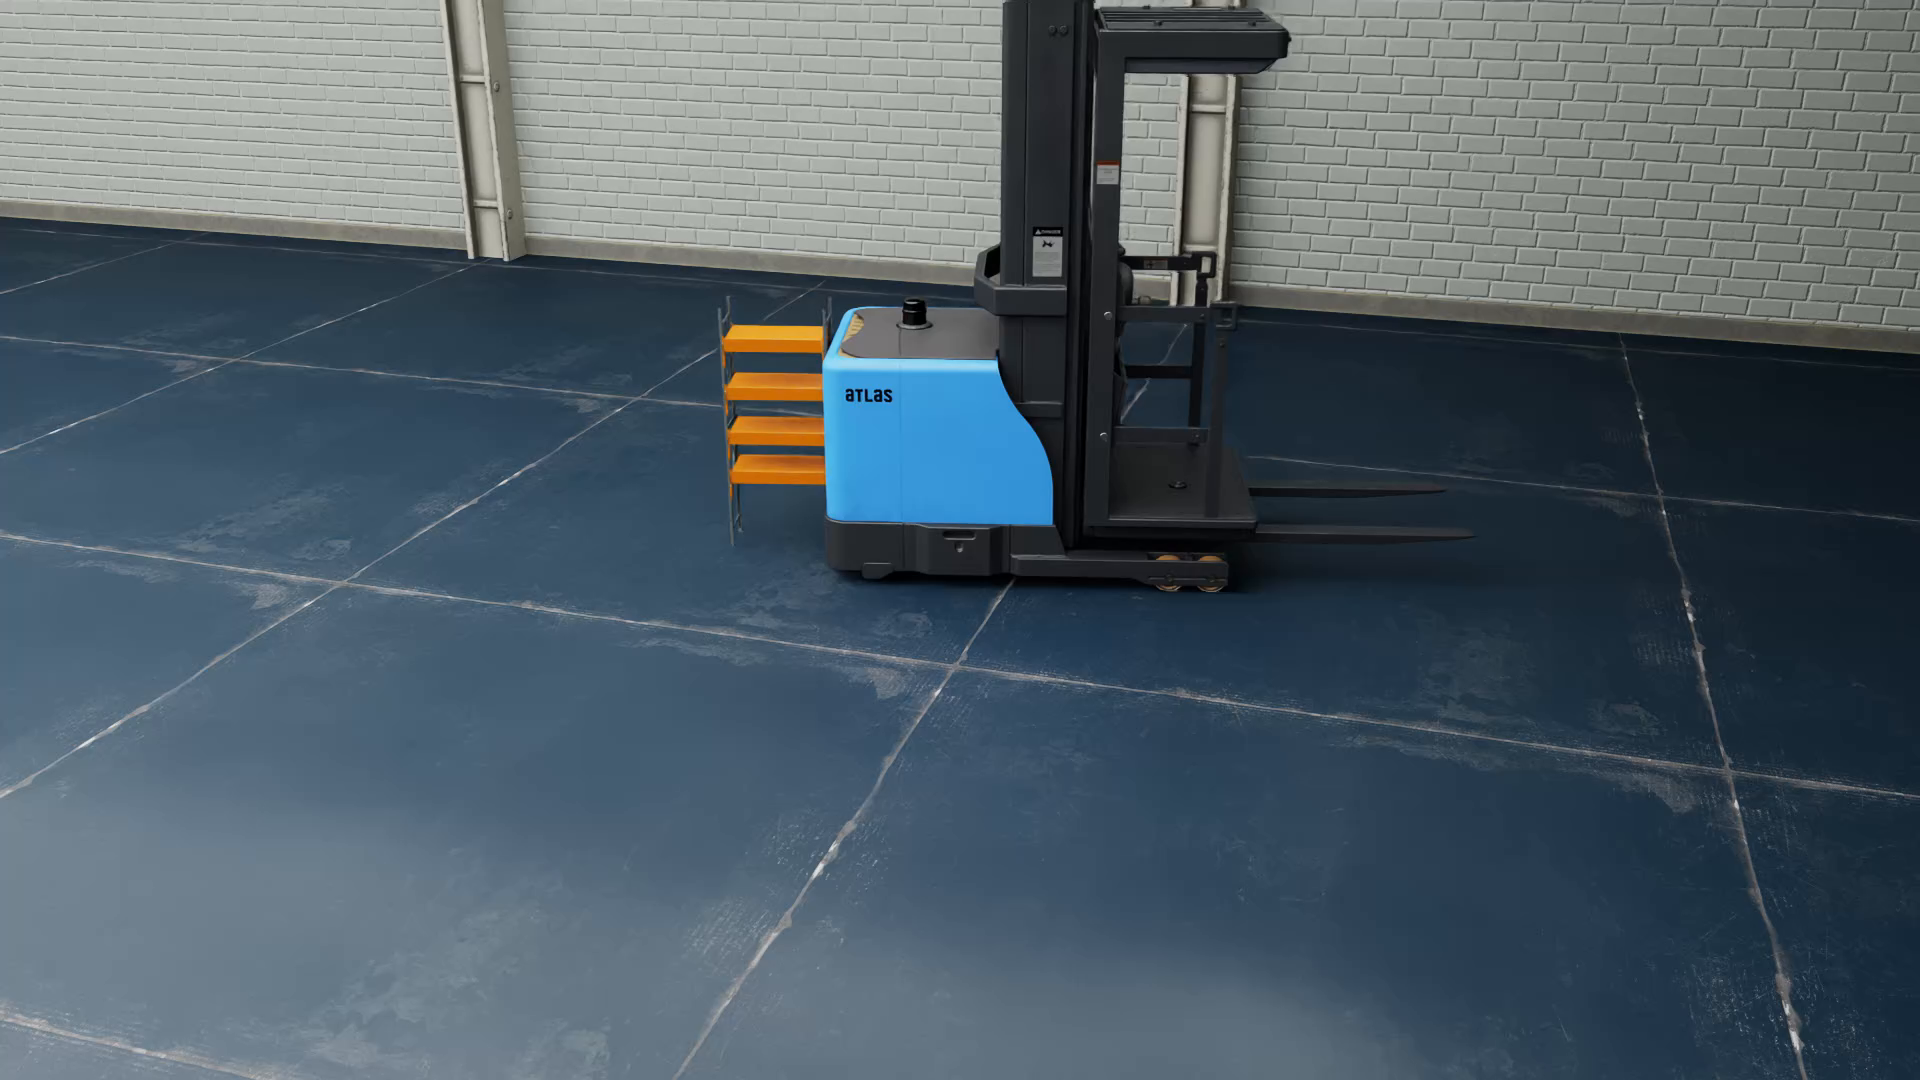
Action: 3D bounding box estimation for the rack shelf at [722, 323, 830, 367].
[{"bbox_3d":[-0.869,-0.925,7.910,0.480,0.148,0.258,1,22,3],"label":"rack shelf"}]

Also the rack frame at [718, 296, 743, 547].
[{"bbox_3d":[-1.113,-0.566,8.069,0.015,1.200,0.240,1,22,3],"label":"rack frame"}]

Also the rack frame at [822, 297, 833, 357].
[{"bbox_3d":[-0.625,-0.557,8.048,0.015,1.200,0.240,1,22,3],"label":"rack frame"}]

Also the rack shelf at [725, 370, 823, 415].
[{"bbox_3d":[-0.869,-0.707,7.999,0.480,0.148,0.258,1,22,3],"label":"rack shelf"}]

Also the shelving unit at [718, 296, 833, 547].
[{"bbox_3d":[-0.869,-0.562,8.059,0.503,1.200,0.258,1,22,3],"label":"shelving unit"}]

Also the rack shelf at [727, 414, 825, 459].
[{"bbox_3d":[-0.869,-0.500,8.084,0.480,0.148,0.258,1,22,3],"label":"rack shelf"}]

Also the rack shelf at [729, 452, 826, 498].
[{"bbox_3d":[-0.869,-0.316,8.160,0.480,0.148,0.258,1,22,3],"label":"rack shelf"}]

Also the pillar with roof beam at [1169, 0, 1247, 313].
[{"bbox_3d":[0.562,-4.366,7.055,0.400,9.000,9.100,7,23,16],"label":"pillar with roof beam"}]

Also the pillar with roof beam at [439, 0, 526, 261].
[{"bbox_3d":[-5.182,-5.023,8.659,0.400,9.000,9.100,7,23,16],"label":"pillar with roof beam"}]

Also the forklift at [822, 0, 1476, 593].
[{"bbox_3d":[0.902,-1.322,7.630,3.031,2.935,1.130,1,22,3],"label":"forklift"}]
